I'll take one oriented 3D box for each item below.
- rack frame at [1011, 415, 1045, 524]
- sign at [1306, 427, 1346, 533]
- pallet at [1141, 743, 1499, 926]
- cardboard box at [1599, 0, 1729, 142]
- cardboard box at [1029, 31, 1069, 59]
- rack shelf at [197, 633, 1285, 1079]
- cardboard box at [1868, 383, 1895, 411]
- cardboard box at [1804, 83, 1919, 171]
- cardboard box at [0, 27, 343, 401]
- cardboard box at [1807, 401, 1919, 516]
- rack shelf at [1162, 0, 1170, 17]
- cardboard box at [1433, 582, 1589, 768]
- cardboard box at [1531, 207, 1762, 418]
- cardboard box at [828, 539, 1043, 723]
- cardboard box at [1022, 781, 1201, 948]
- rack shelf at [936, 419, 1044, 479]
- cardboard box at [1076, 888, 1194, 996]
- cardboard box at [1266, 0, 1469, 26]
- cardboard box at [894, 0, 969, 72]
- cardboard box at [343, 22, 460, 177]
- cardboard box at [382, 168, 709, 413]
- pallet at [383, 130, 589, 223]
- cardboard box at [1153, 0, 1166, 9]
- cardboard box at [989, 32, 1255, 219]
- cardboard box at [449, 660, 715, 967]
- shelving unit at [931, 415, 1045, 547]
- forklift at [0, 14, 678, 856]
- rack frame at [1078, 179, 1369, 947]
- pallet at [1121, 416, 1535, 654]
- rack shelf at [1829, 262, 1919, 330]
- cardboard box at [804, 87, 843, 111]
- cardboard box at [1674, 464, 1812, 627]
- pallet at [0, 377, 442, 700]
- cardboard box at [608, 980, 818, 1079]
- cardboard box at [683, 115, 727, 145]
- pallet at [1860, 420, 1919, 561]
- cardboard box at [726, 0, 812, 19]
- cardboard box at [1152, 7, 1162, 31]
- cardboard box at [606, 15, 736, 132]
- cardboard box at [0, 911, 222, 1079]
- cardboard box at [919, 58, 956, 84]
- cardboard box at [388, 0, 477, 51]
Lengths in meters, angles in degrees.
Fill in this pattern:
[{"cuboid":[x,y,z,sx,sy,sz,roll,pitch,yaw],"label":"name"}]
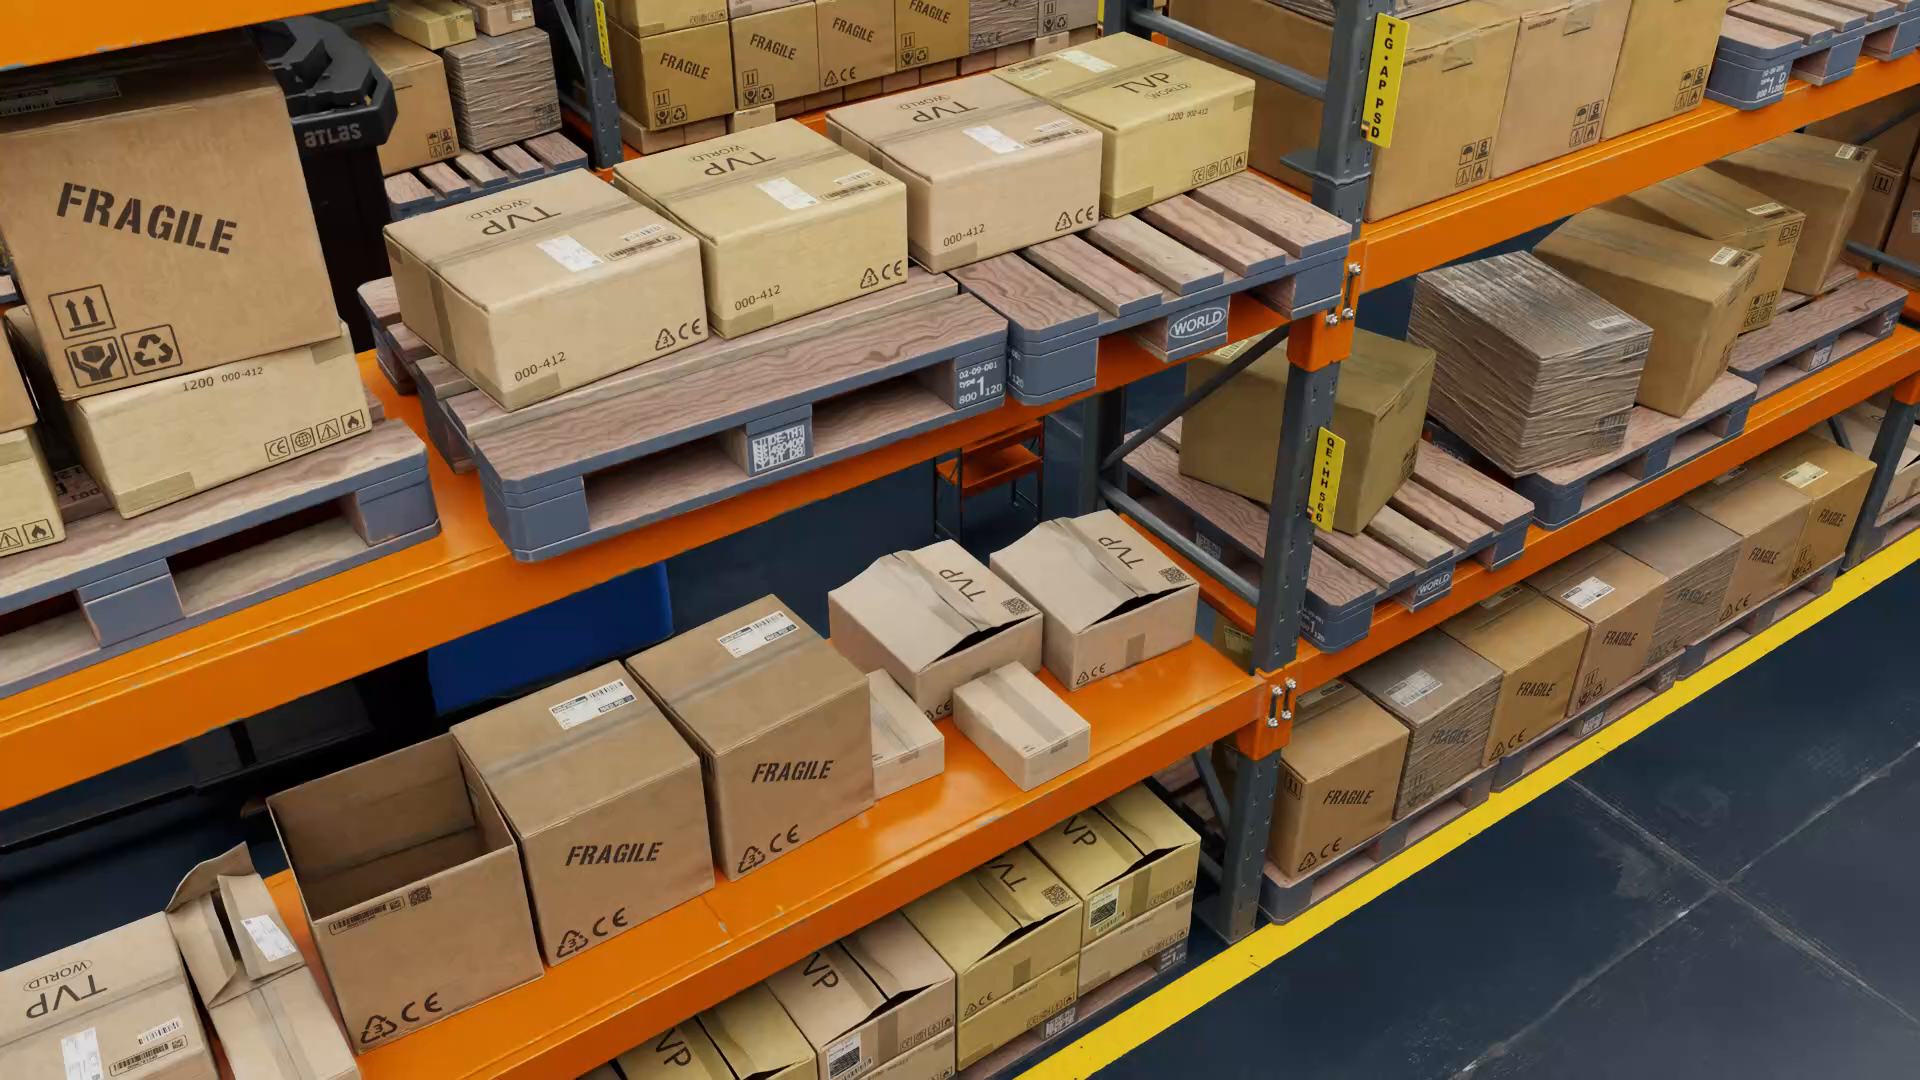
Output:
[{"cuboid":[0.335,-0.625,8.091,0.015,1.200,0.240,-22,41,-28],"label":"rack frame"},{"cuboid":[1.084,-0.176,4.934,0.005,0.325,0.100,-22,41,-28],"label":"sign"},{"cuboid":[1.394,0.929,6.777,1.213,0.211,1.003,-22,41,-28],"label":"pallet"},{"cuboid":[1.941,-1.737,5.442,0.500,0.500,0.910,-22,41,-28],"label":"cardboard box"},{"cuboid":[0.449,-3.057,10.129,0.250,0.149,0.380,-22,41,-28],"label":"cardboard box"},{"cuboid":[-0.873,0.995,4.914,4.000,0.370,1.077,-22,41,-28],"label":"rack shelf"},{"cuboid":[4.947,-0.982,8.972,0.500,0.311,0.500,-22,41,-28],"label":"cardboard box"},{"cuboid":[4.296,-2.055,7.597,0.500,0.500,0.500,-22,41,-28],"label":"cardboard box"},{"cuboid":[-1.529,-0.647,3.139,0.500,0.500,0.500,-18,40,-24],"label":"cardboard box"},{"cuboid":[4.499,-0.440,8.219,0.500,0.311,0.500,-22,41,-28],"label":"cardboard box"},{"cuboid":[2.810,-4.059,11.941,4.000,0.370,1.077,-22,41,-28],"label":"rack shelf"},{"cuboid":[2.136,0.505,6.743,0.500,0.500,0.500,-23,42,-28],"label":"cardboard box"},{"cuboid":[2.623,-0.903,6.491,0.700,0.500,0.500,26,43,32],"label":"cardboard box"},{"cuboid":[-0.081,0.275,5.375,0.500,0.311,0.500,-23,42,-28],"label":"cardboard box"},{"cuboid":[0.476,1.042,5.747,0.500,0.311,0.500,-21,41,-27],"label":"cardboard box"},{"cuboid":[0.135,-0.488,8.016,0.480,0.148,0.258,-22,41,-28],"label":"rack shelf"},{"cuboid":[0.472,1.269,5.911,0.500,0.250,0.500,-21,41,-27],"label":"cardboard box"},{"cuboid":[1.122,-1.778,4.642,0.500,0.500,0.500,-22,41,-28],"label":"cardboard box"},{"cuboid":[-0.289,-3.060,9.579,0.500,0.500,0.500,-21,41,-27],"label":"cardboard box"},{"cuboid":[-2.914,-2.188,8.261,0.500,0.500,0.700,-27,43,-32],"label":"cardboard box"},{"cuboid":[-0.909,-0.566,3.667,0.500,0.250,0.500,-26,43,-32],"label":"cardboard box"},{"cuboid":[-2.616,-1.964,8.577,1.003,0.211,1.213,-22,41,-28],"label":"pallet"},{"cuboid":[0.943,-3.572,10.290,0.500,0.500,0.500,-23,42,-29],"label":"cardboard box"},{"cuboid":[0.424,-1.118,4.435,0.500,0.250,0.500,-26,43,-31],"label":"cardboard box"},{"cuboid":[-1.030,0.739,4.568,0.500,0.500,0.500,-22,41,-28],"label":"cardboard box"},{"cuboid":[0.135,-0.543,7.977,0.503,1.200,0.258,-22,41,-28],"label":"shelving unit"},{"cuboid":[-2.764,-0.364,6.246,3.031,2.935,1.130,-18,40,-24],"label":"forklift"},{"cuboid":[0.762,0.030,5.639,0.127,3.000,1.000,-22,41,-28],"label":"rack frame"},{"cuboid":[1.276,-0.153,6.059,1.003,0.211,1.213,-22,41,-28],"label":"pallet"},{"cuboid":[5.666,-1.696,8.655,4.000,0.370,1.077,-22,41,-28],"label":"rack shelf"},{"cuboid":[-0.874,-2.604,9.499,0.250,0.149,0.380,-21,41,-27],"label":"cardboard box"},{"cuboid":[3.384,-0.014,7.465,0.500,0.500,0.500,-22,41,-28],"label":"cardboard box"},{"cuboid":[-1.794,-0.067,3.369,1.217,0.209,0.805,-24,42,-30],"label":"pallet"},{"cuboid":[-0.770,1.556,5.033,0.500,0.311,0.500,-21,41,-27],"label":"cardboard box"},{"cuboid":[-1.481,-2.320,9.104,0.250,0.149,0.380,-22,41,-27],"label":"cardboard box"},{"cuboid":[4.593,-0.414,8.645,1.213,0.211,1.003,-22,41,-28],"label":"pallet"},{"cuboid":[-1.136,-3.017,8.877,0.500,0.250,0.500,-23,42,-28],"label":"cardboard box"},{"cuboid":[1.062,-3.336,10.517,0.250,0.149,0.380,-22,41,-27],"label":"cardboard box"},{"cuboid":[-1.550,-2.543,8.860,0.500,0.500,0.500,-21,41,-27],"label":"cardboard box"},{"cuboid":[-2.130,1.250,4.071,0.500,0.250,0.500,-20,40,-25],"label":"cardboard box"},{"cuboid":[-0.226,-2.845,9.835,0.250,0.149,0.380,-21,41,-27],"label":"cardboard box"},{"cuboid":[-2.614,-2.570,8.236,0.250,0.149,0.380,-30,45,-35],"label":"cardboard box"}]
